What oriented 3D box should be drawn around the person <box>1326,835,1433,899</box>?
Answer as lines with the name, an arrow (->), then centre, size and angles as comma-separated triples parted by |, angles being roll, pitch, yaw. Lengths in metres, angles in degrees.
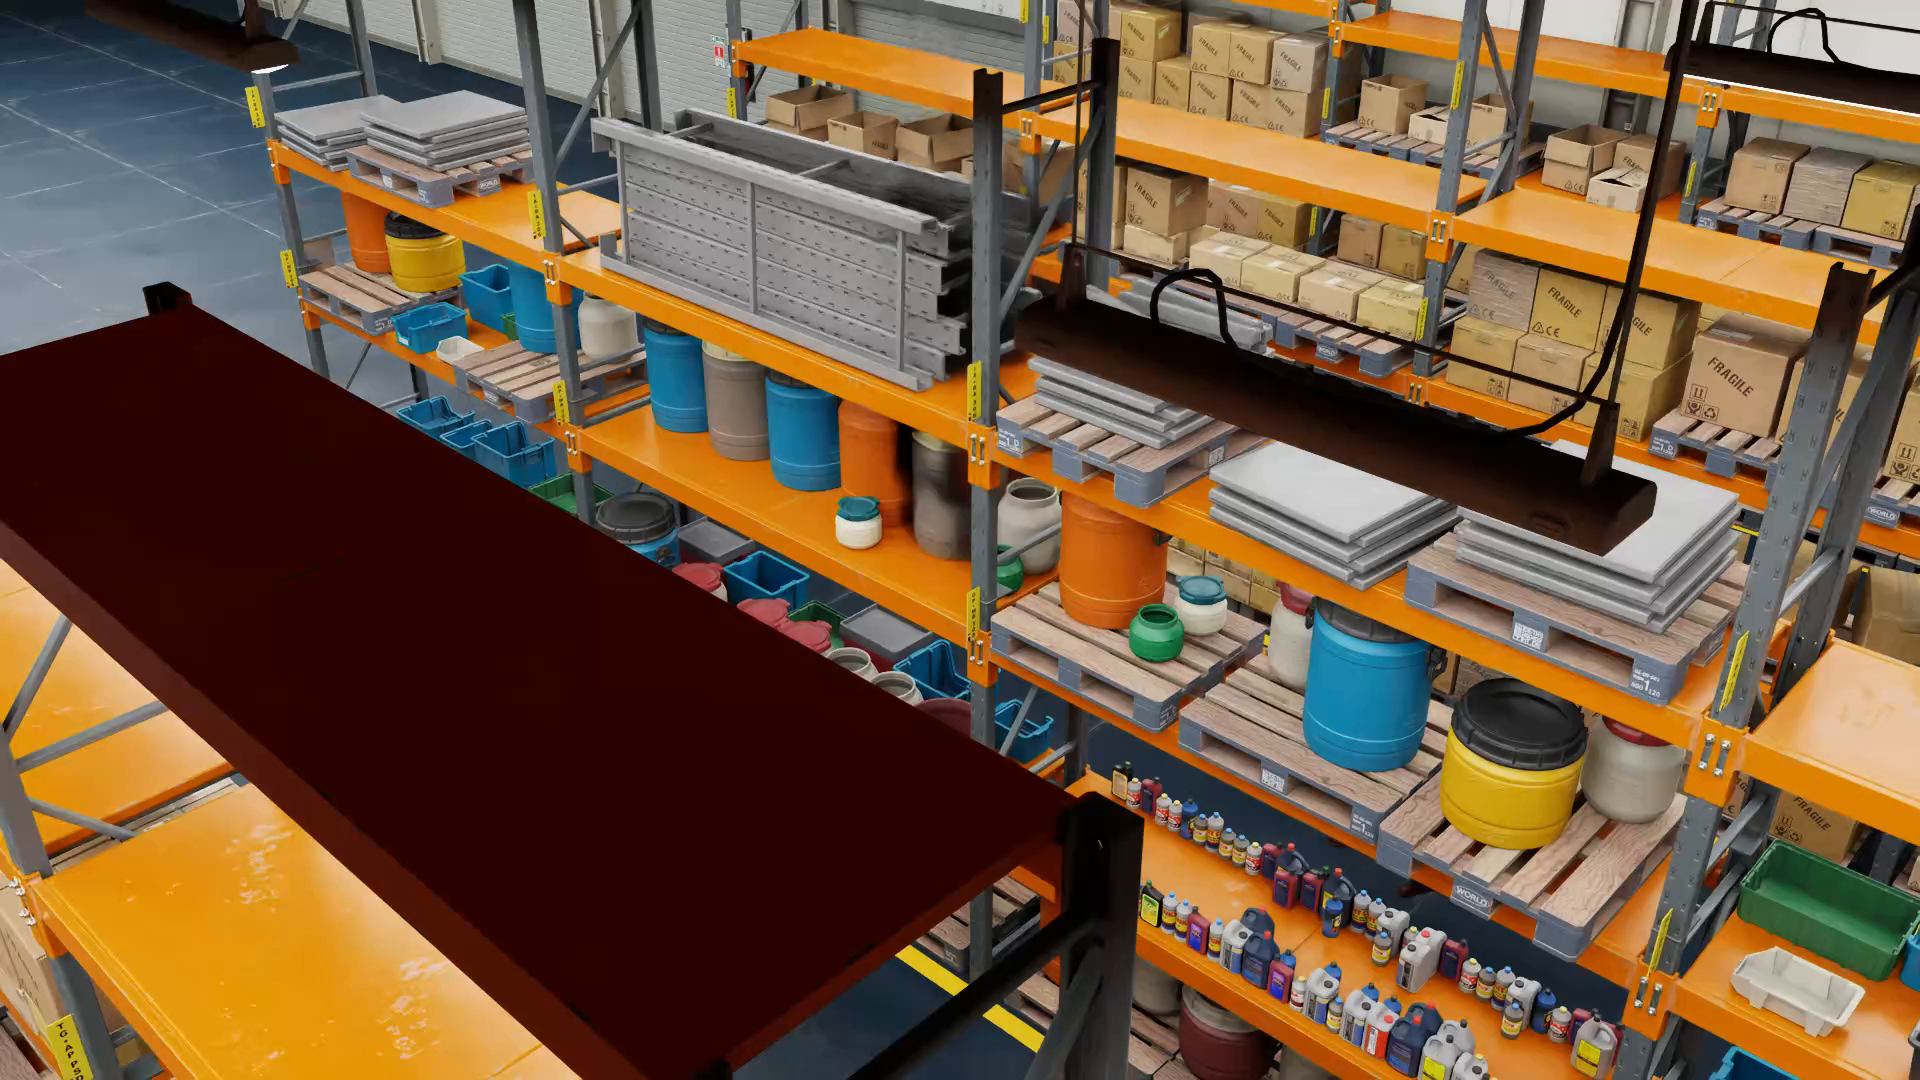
person -> 2.922, 1.604, 11.211 | 0.901, 1.661, 0.601 | 23, 37, 35
